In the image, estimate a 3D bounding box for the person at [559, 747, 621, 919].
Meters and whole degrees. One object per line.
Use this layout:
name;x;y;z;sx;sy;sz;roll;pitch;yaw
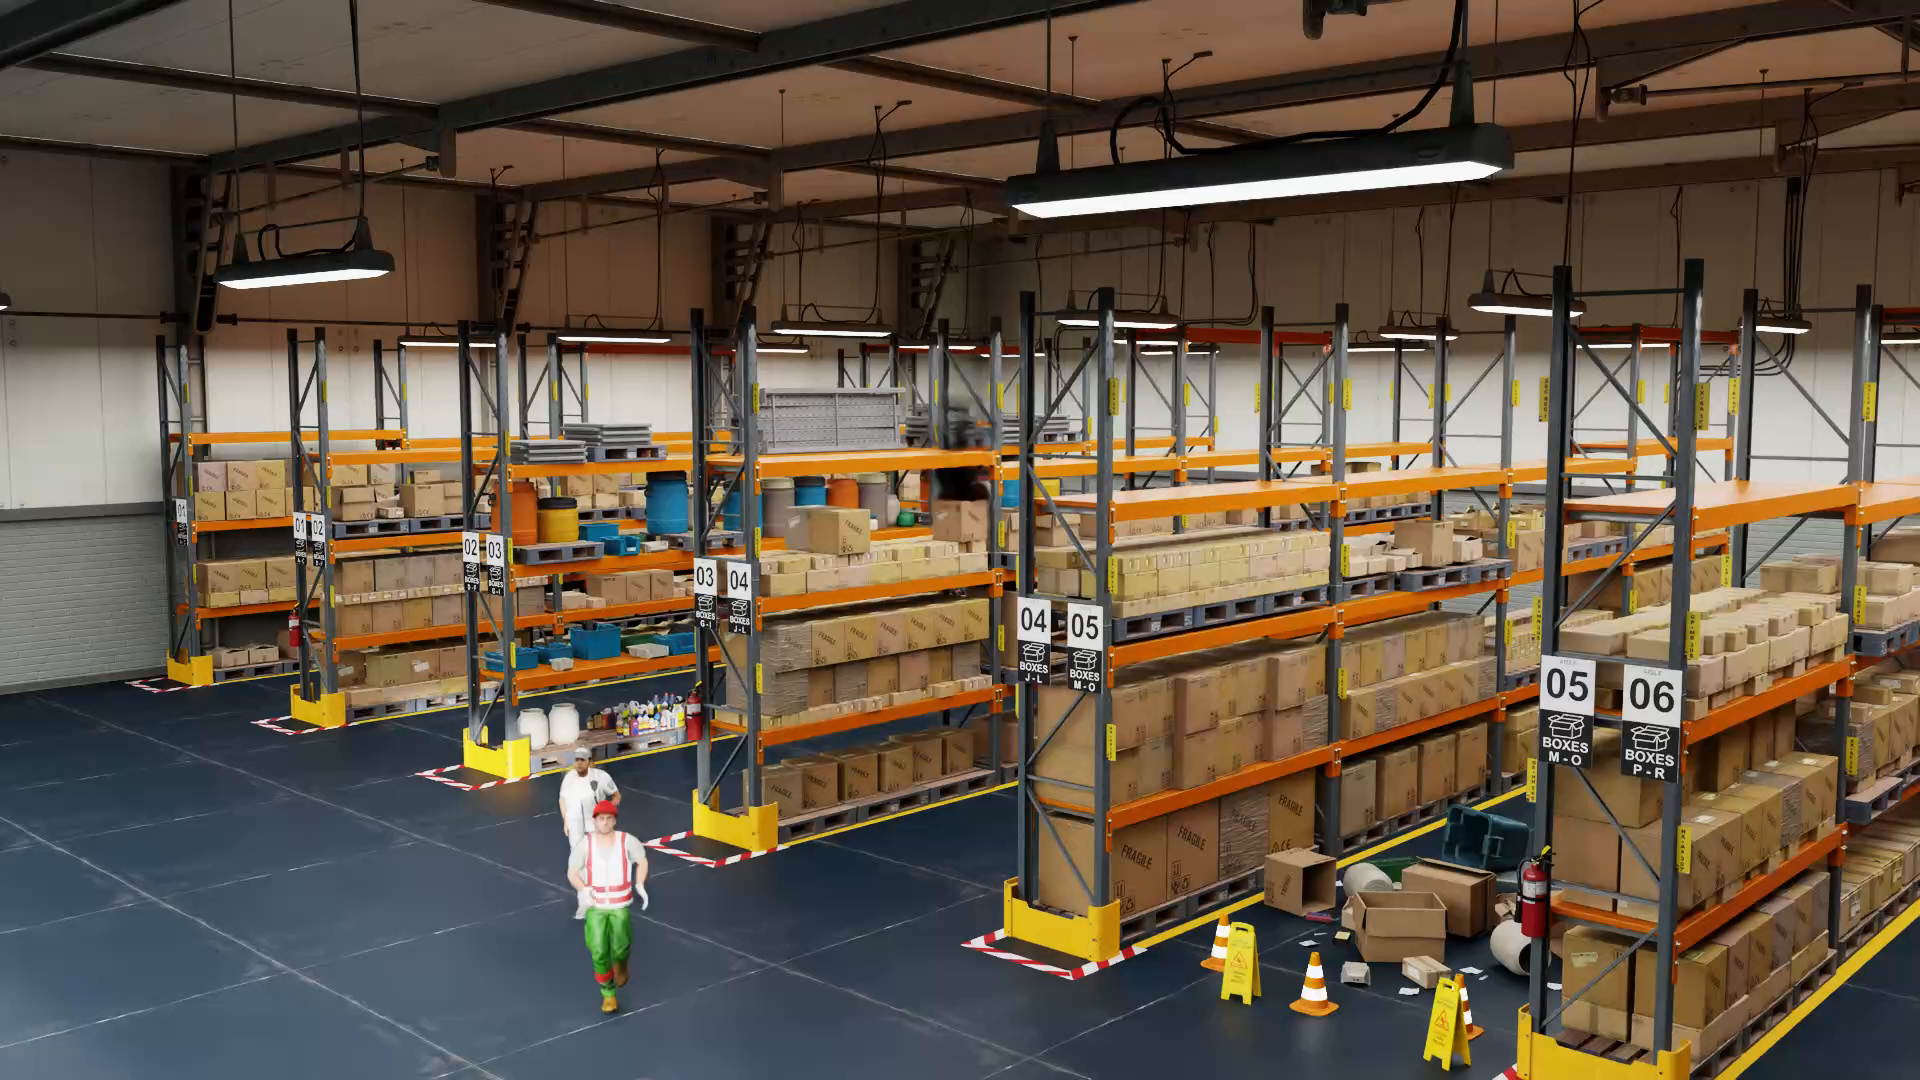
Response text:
person;-3.632;2.825;16.363;0.610;1.663;0.678;0;5;0

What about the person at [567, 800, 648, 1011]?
person;-2.903;3.015;13.716;0.655;1.742;0.582;-1;5;-11
